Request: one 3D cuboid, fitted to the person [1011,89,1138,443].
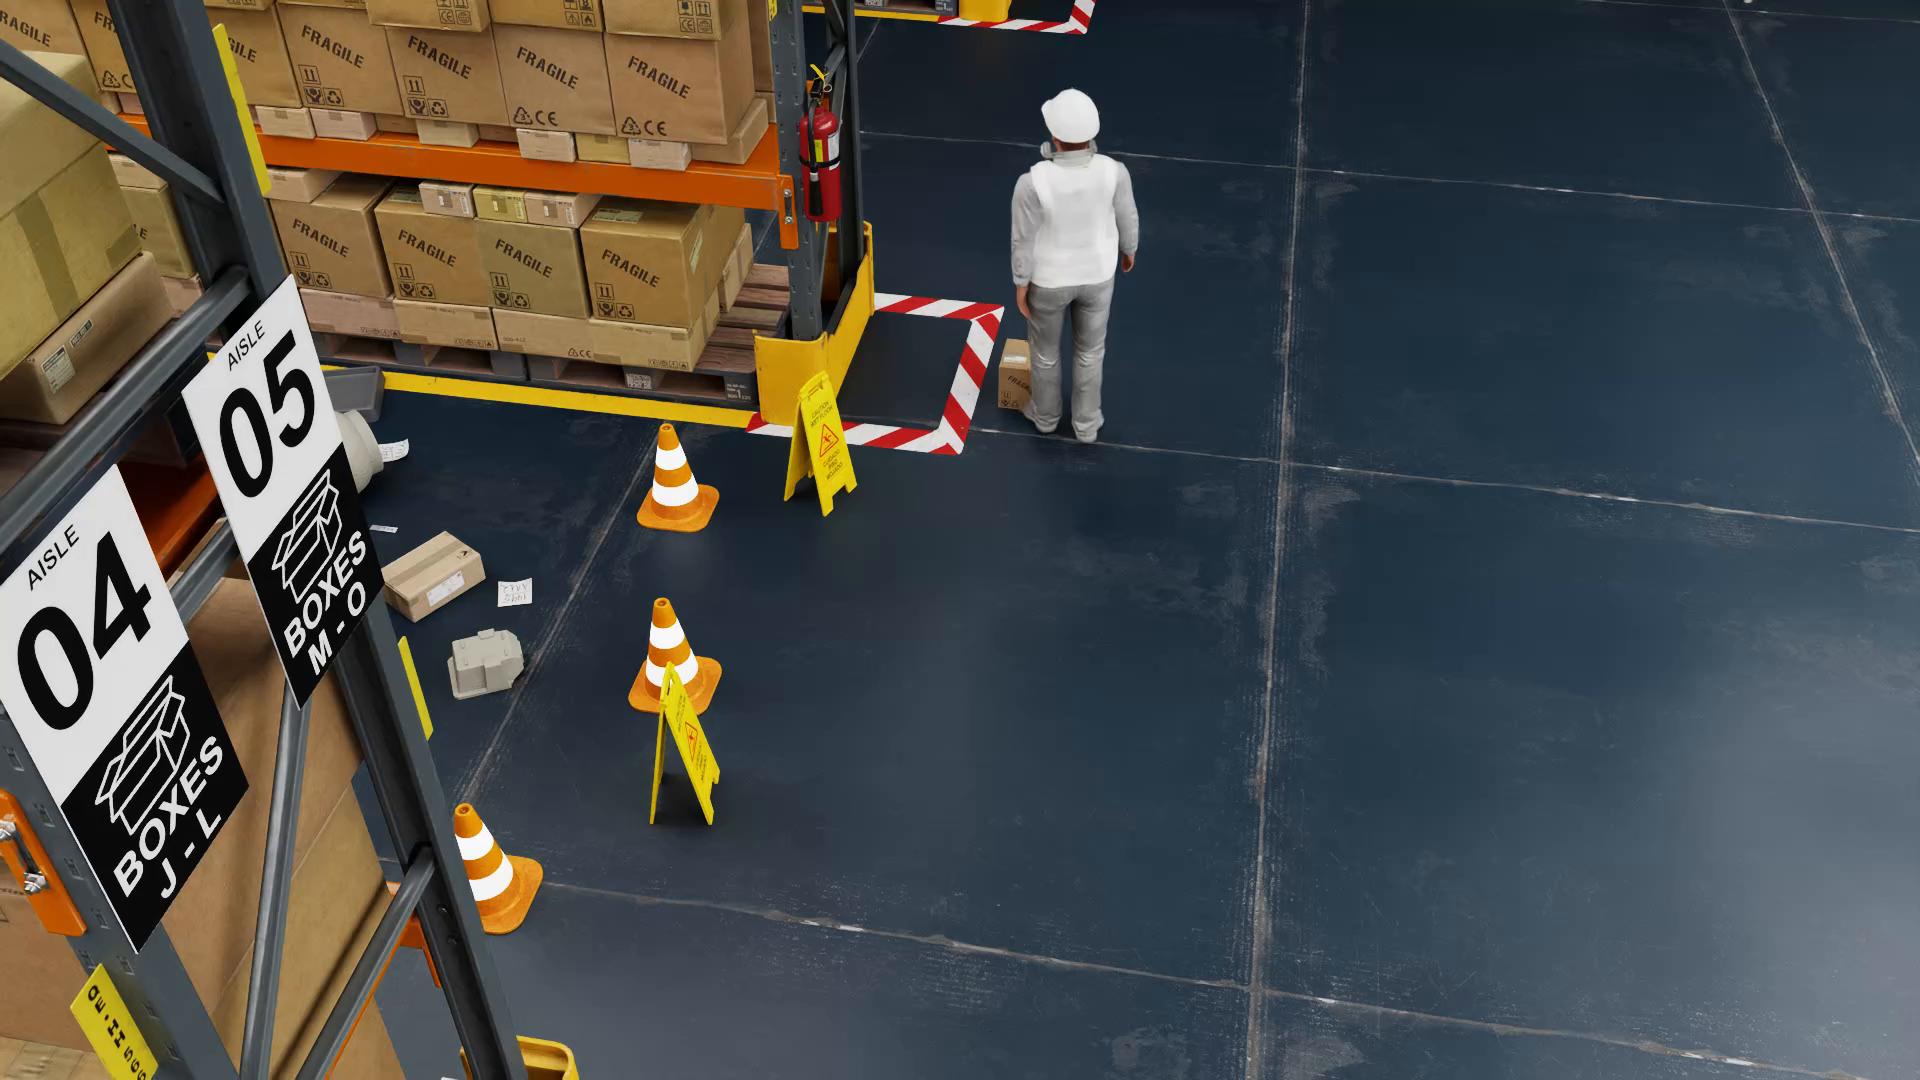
[{"bbox_3d":[0.513,-1.246,7.590,0.616,1.789,0.447,-5,41,-6],"label":"person"}]
